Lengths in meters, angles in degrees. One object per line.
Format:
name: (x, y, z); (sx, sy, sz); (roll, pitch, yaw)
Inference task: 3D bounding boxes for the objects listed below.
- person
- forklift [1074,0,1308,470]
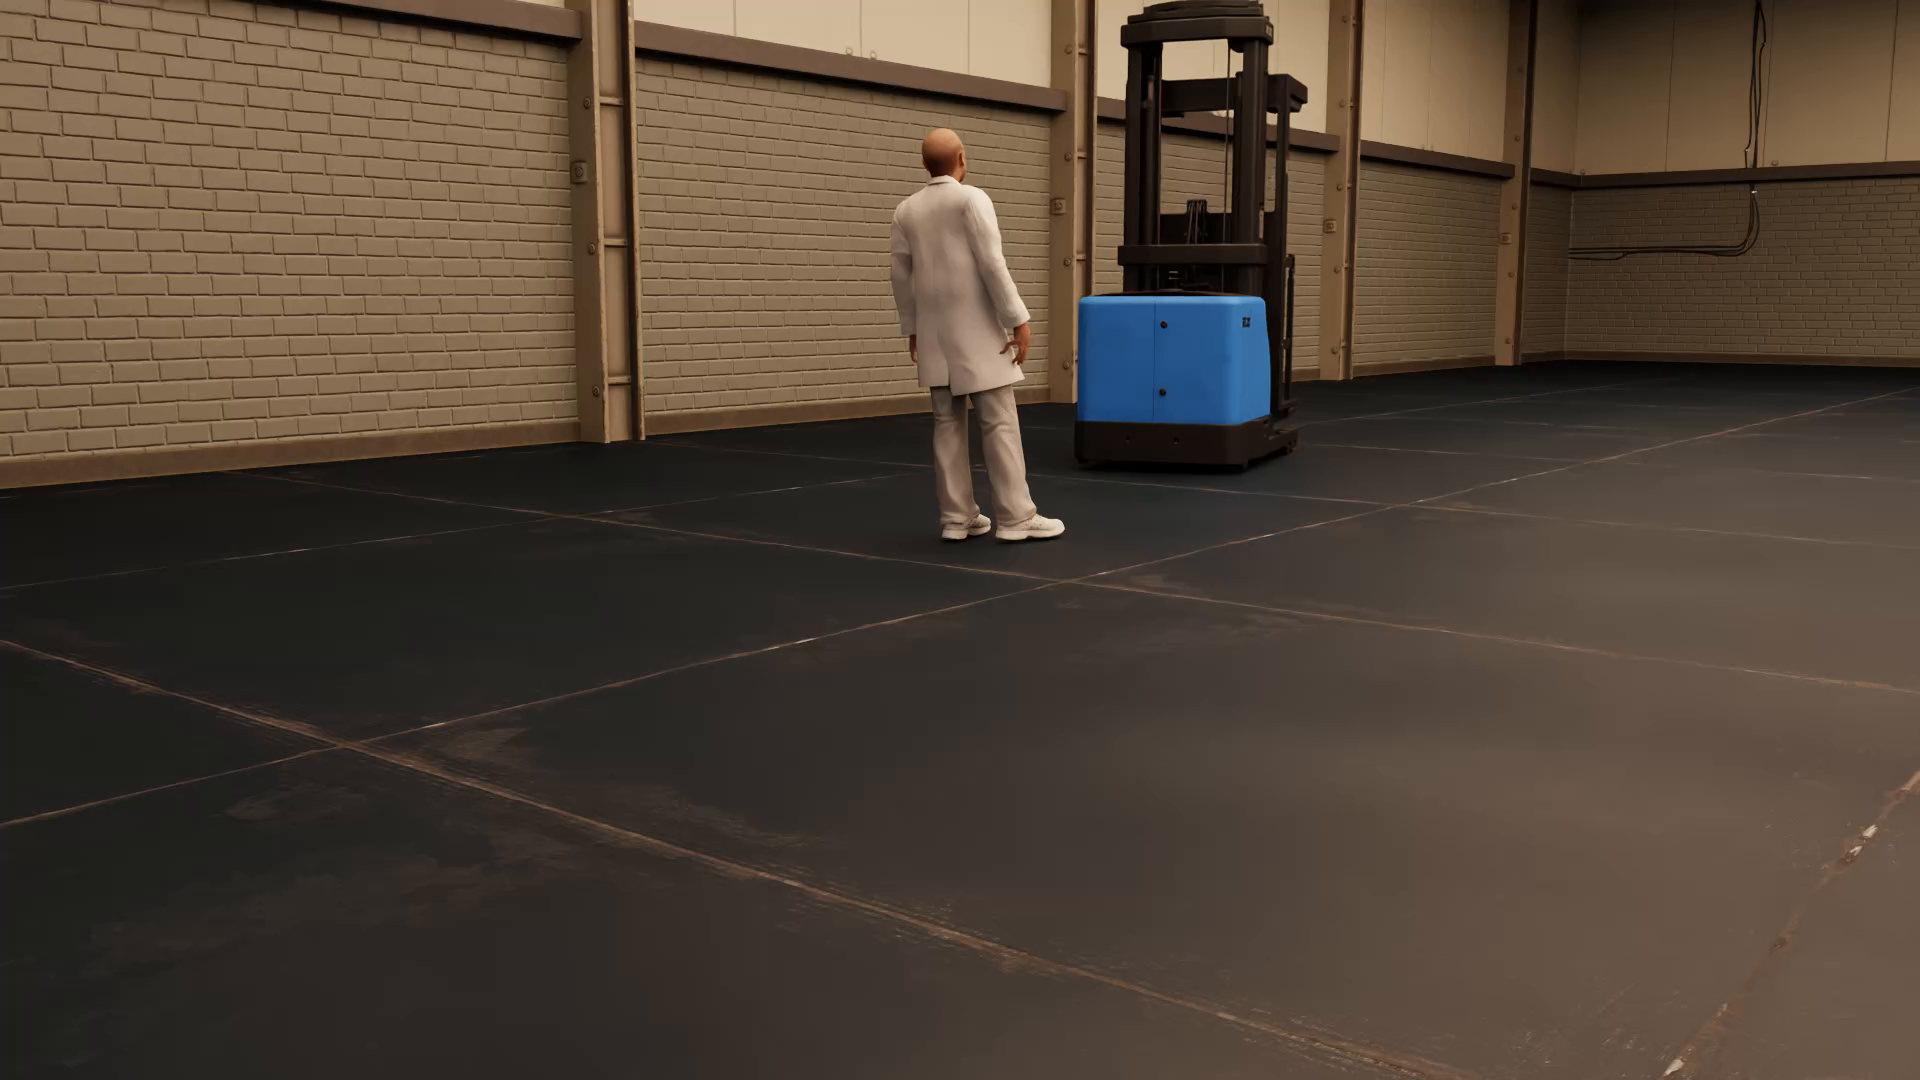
person: (0.060, -0.897, 7.343); (0.698, 1.778, 0.578); (7, 11, 38)
forklift: (1.722, -2.057, 11.336); (1.130, 2.935, 3.031); (3, 9, 21)
